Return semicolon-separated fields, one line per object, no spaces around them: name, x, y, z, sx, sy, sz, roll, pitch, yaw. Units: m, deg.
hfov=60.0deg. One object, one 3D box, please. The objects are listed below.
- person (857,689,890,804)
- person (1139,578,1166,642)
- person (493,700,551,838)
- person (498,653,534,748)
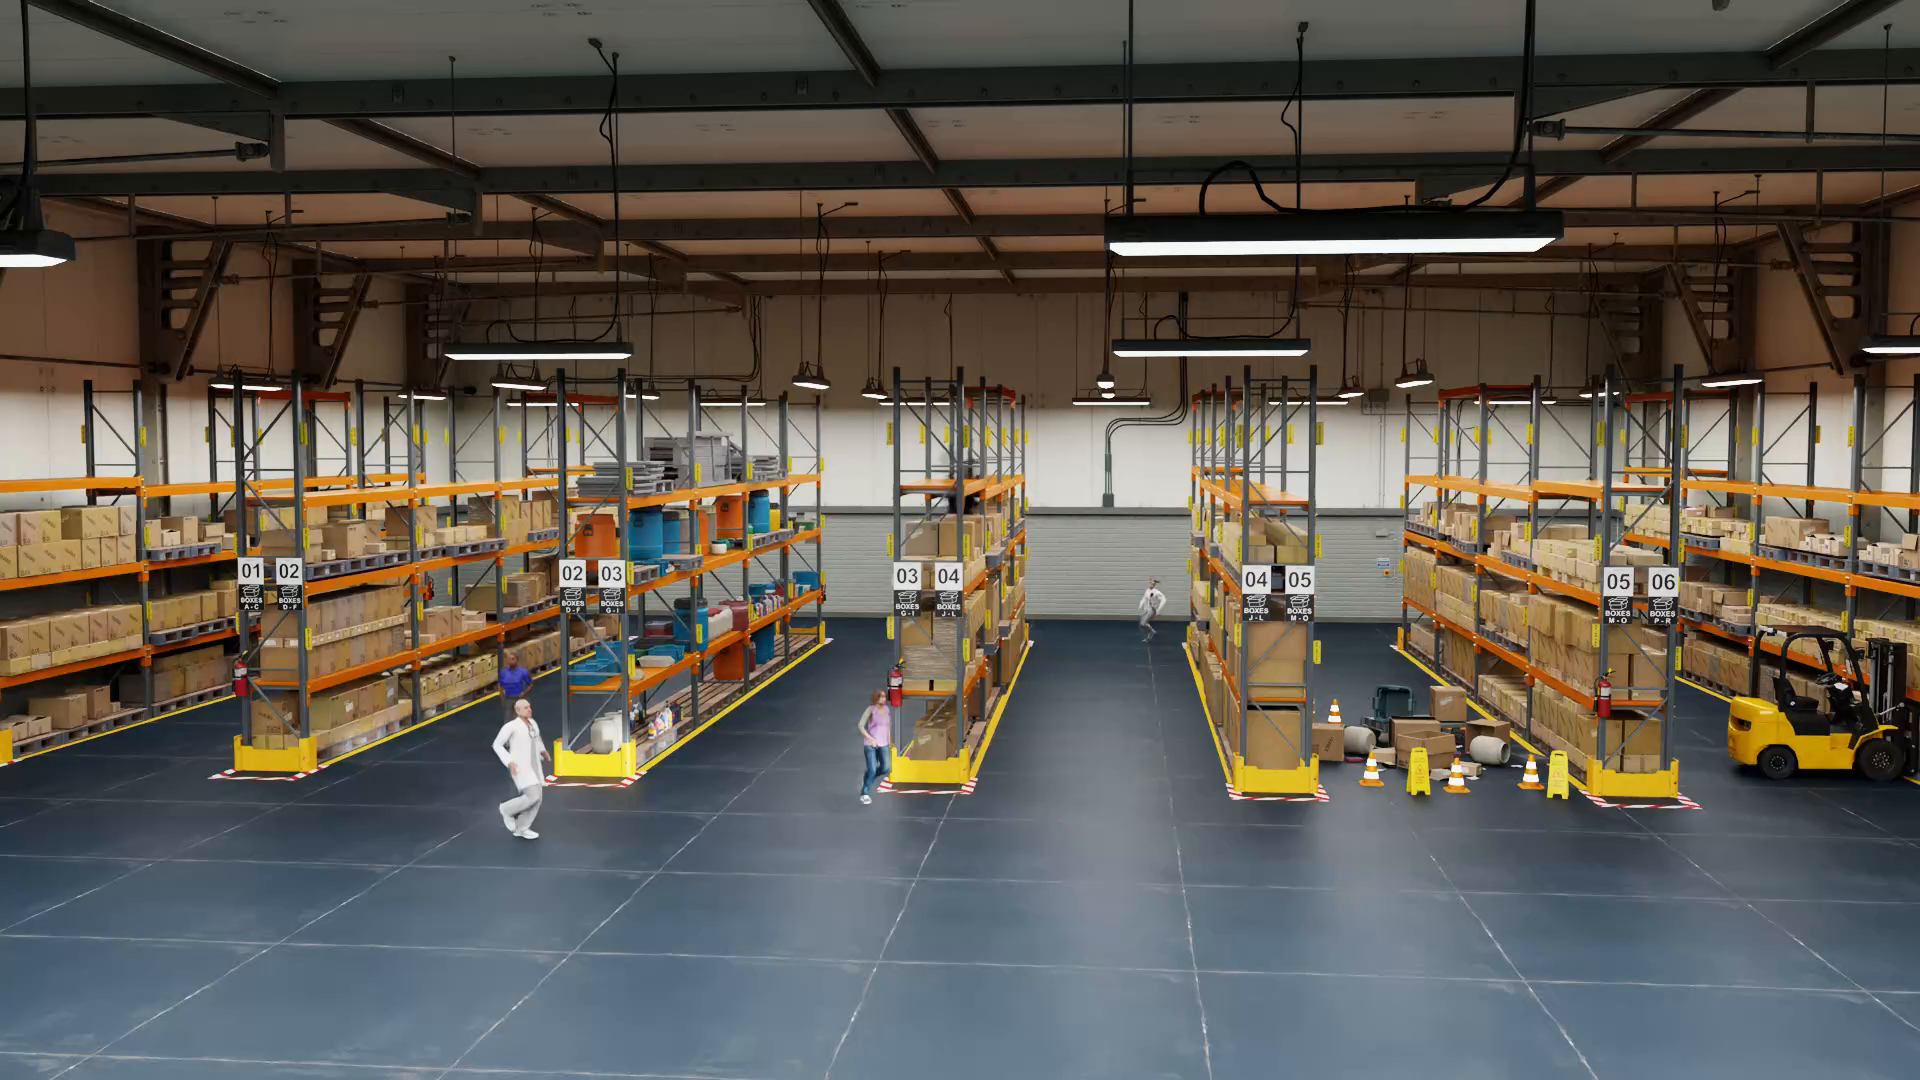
person;-1.144;2.820;22.823;0.567;1.554;0.487;-3;4;-35
person;4.616;1.716;40.350;0.529;1.598;0.737;-2;4;-29
person;-5.405;2.851;20.704;0.633;1.733;0.707;2;4;26
person;-6.999;2.577;26.179;0.571;1.626;0.595;0;4;-4
